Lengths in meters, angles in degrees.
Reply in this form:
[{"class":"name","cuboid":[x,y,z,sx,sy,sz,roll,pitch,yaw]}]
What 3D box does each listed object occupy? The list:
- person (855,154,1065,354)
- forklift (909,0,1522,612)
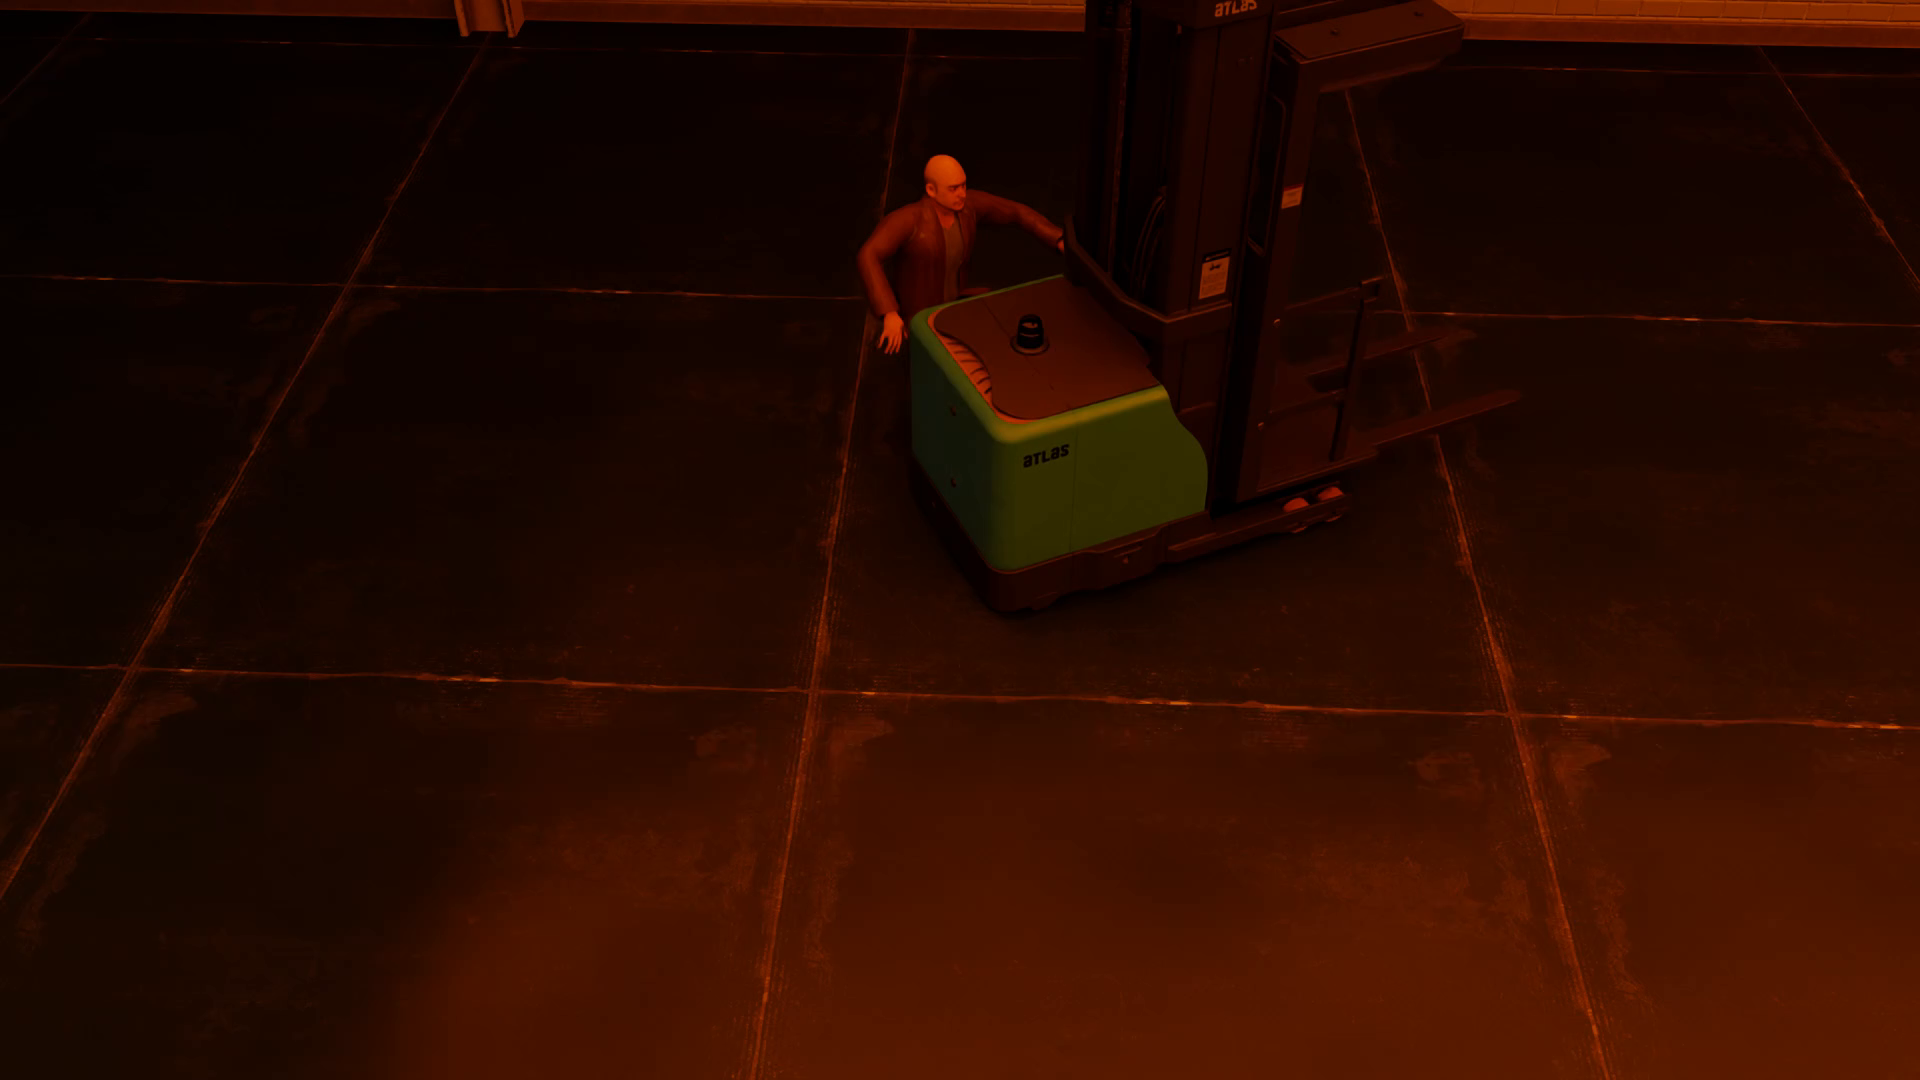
[{"class":"person","cuboid":[0.070,-1.020,7.888,0.893,1.511,1.097,29,50,28]},{"class":"forklift","cuboid":[1.320,-1.426,7.304,3.031,2.935,1.130,-17,45,-18]}]
